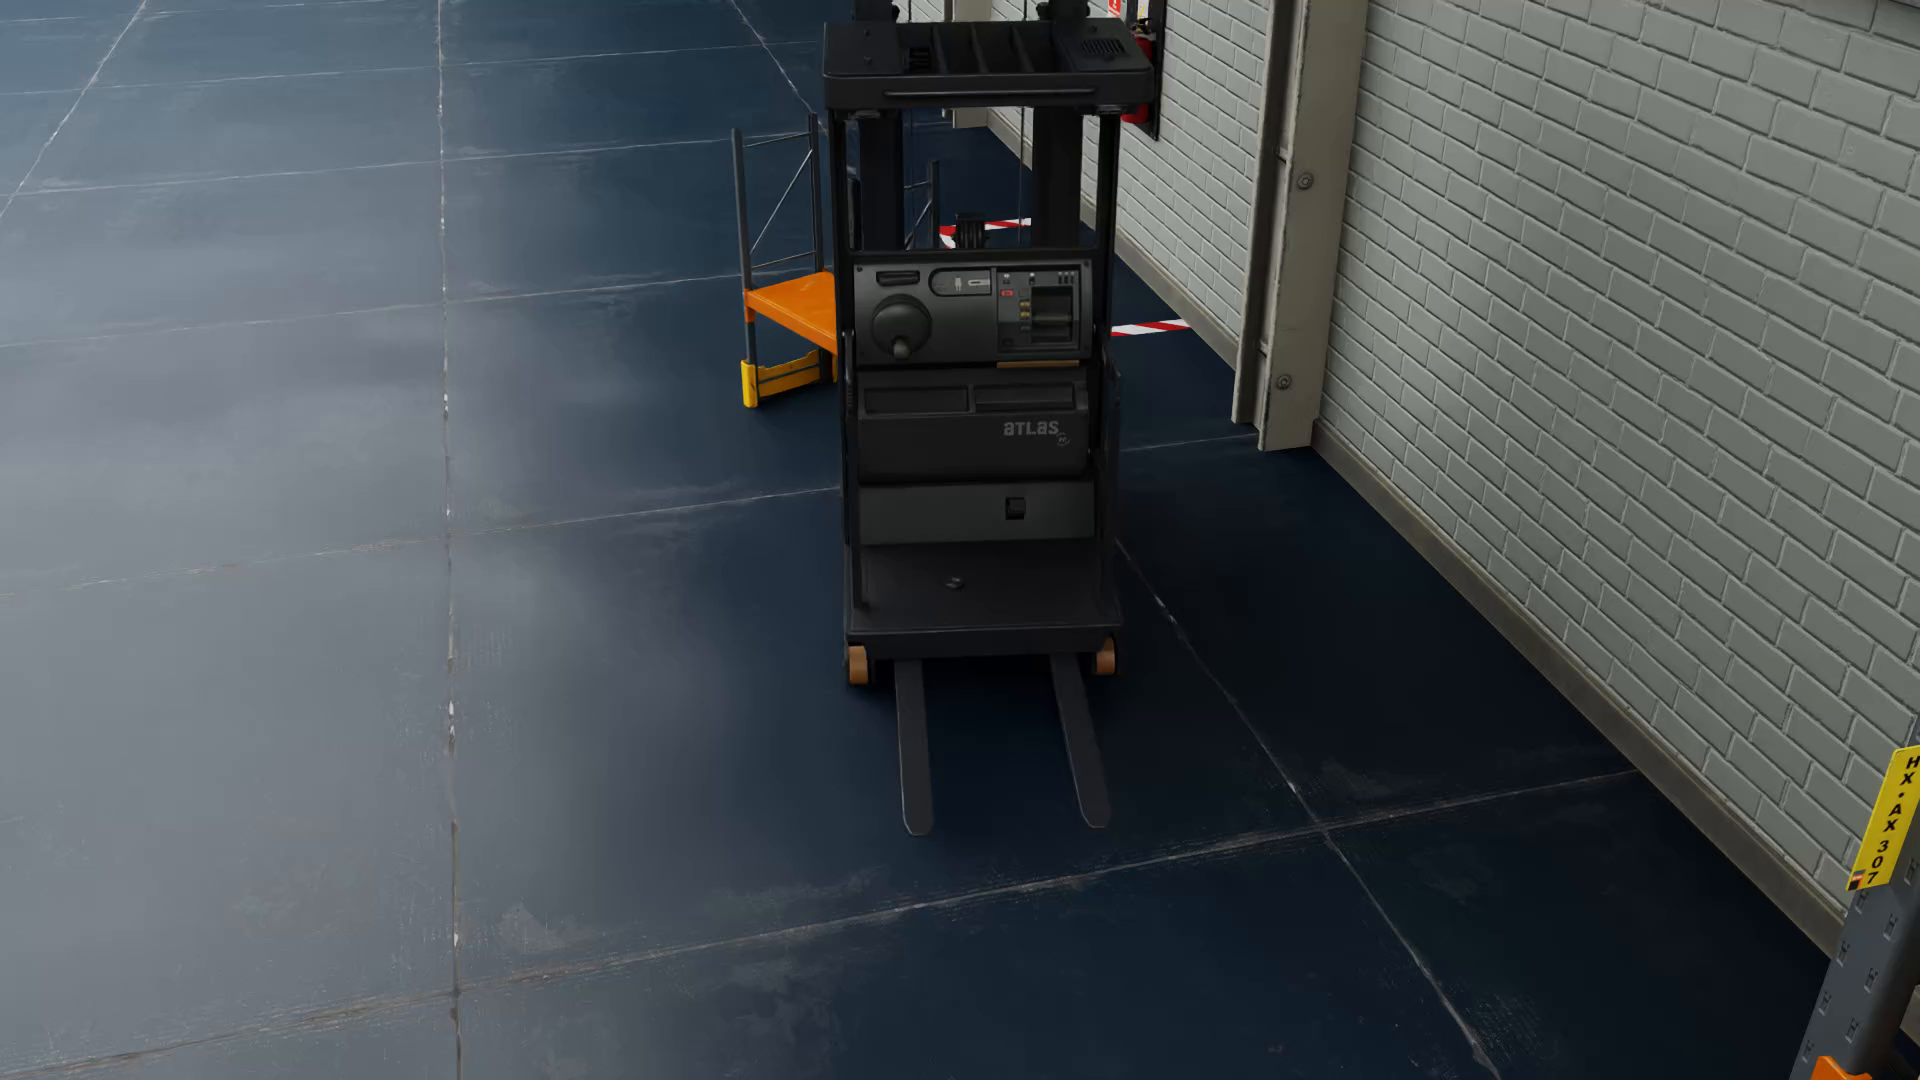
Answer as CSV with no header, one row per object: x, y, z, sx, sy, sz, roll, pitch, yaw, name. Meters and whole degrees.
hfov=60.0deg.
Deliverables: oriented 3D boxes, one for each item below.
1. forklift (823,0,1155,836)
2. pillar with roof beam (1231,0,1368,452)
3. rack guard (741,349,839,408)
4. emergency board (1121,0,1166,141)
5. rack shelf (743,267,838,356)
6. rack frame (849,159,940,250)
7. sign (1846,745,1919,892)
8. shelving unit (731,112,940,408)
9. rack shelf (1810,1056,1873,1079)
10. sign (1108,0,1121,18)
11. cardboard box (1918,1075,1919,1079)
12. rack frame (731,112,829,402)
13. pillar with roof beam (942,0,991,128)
0.070,-0.851,6.294,1.130,2.935,3.031,-2,30,-3,forklift
-2.506,-3.892,5.490,9.100,9.000,0.400,-8,31,-13,pillar with roof beam
-0.925,-0.925,9.098,0.587,0.250,0.087,-22,37,-33,rack guard
1.026,-3.066,10.053,0.194,1.169,0.643,-8,31,-13,emergency board
-0.620,-1.118,8.544,0.538,0.185,1.000,-22,37,-33,rack shelf
-0.303,-1.075,8.110,0.500,1.500,0.032,-22,37,-33,rack frame
1.694,0.505,3.019,0.100,0.325,0.005,-8,31,-13,sign
-0.615,-1.270,8.448,0.587,1.500,1.083,-22,37,-33,shelving unit
2.748,2.085,1.872,1.077,0.370,4.000,-8,31,-13,rack shelf
0.978,-3.362,10.529,0.001,0.329,0.234,-8,31,-13,sign
2.041,1.141,2.913,0.500,0.250,0.500,-9,31,-15,cardboard box
-0.937,-1.473,8.798,0.500,1.500,0.032,-22,37,-33,rack frame
-4.098,-6.789,10.497,9.100,9.000,0.400,-8,31,-13,pillar with roof beam
